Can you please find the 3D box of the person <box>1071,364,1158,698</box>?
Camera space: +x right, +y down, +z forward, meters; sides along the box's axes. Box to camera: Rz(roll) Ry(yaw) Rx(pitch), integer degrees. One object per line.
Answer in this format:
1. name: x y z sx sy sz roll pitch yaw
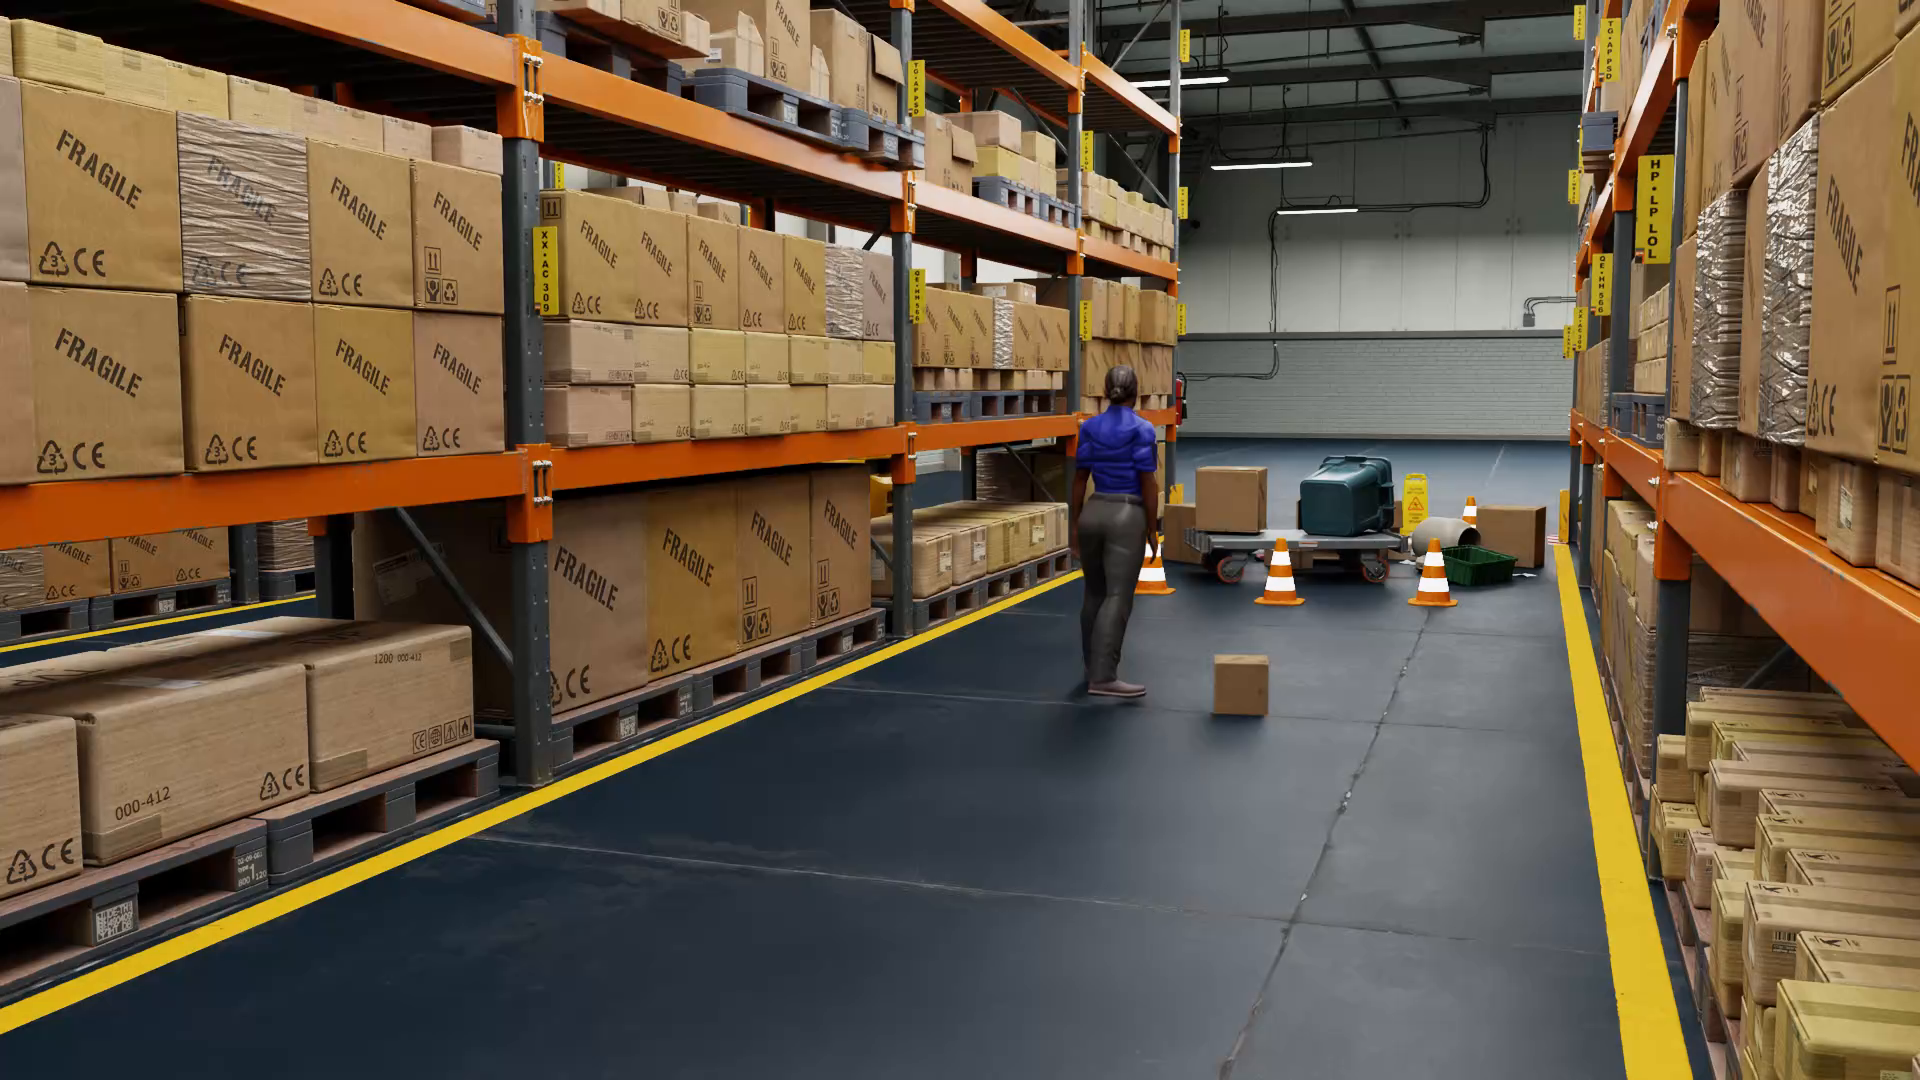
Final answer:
1. person: 0.766 -0.067 8.387 0.654 1.629 0.778 4 7 39
